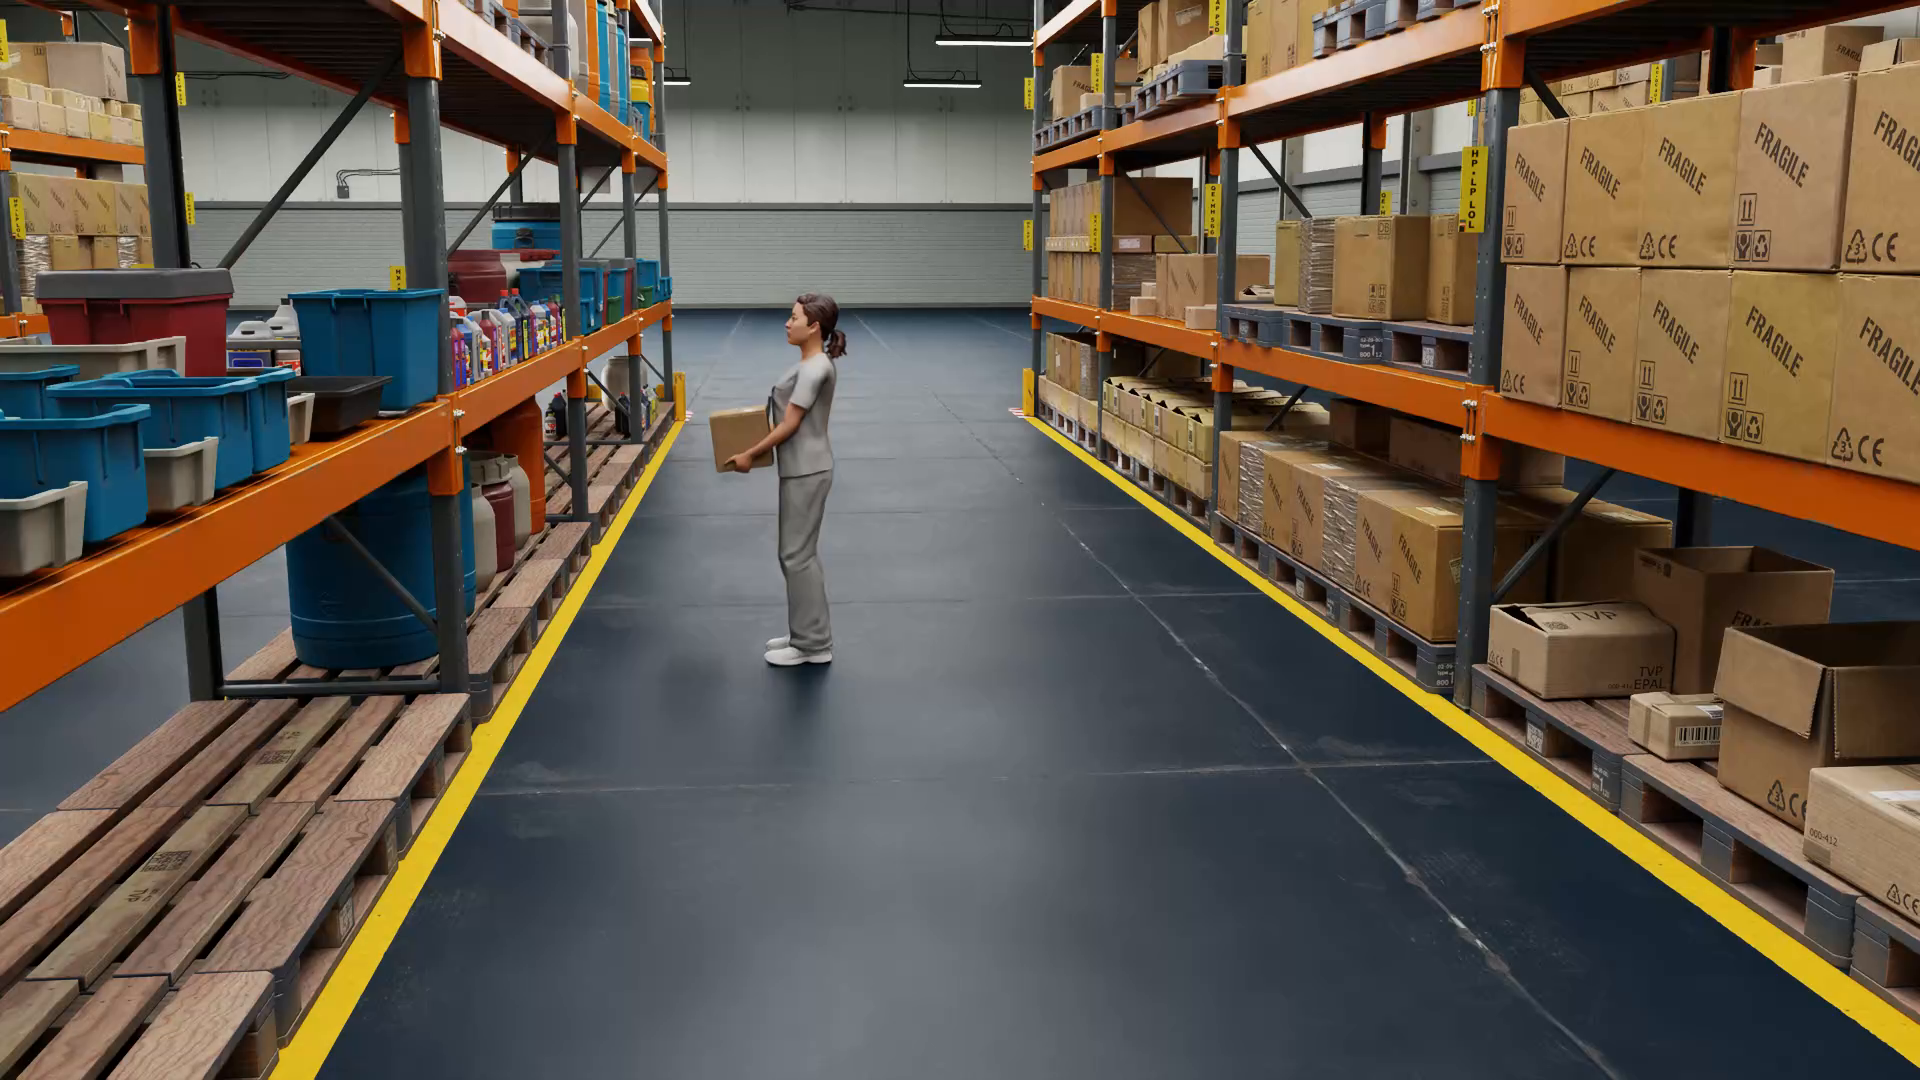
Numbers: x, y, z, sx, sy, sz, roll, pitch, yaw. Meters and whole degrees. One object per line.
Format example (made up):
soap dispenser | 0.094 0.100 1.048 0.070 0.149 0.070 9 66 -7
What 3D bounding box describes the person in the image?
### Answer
person | -0.775 -0.276 7.497 0.560 1.663 0.436 -1 10 -5
